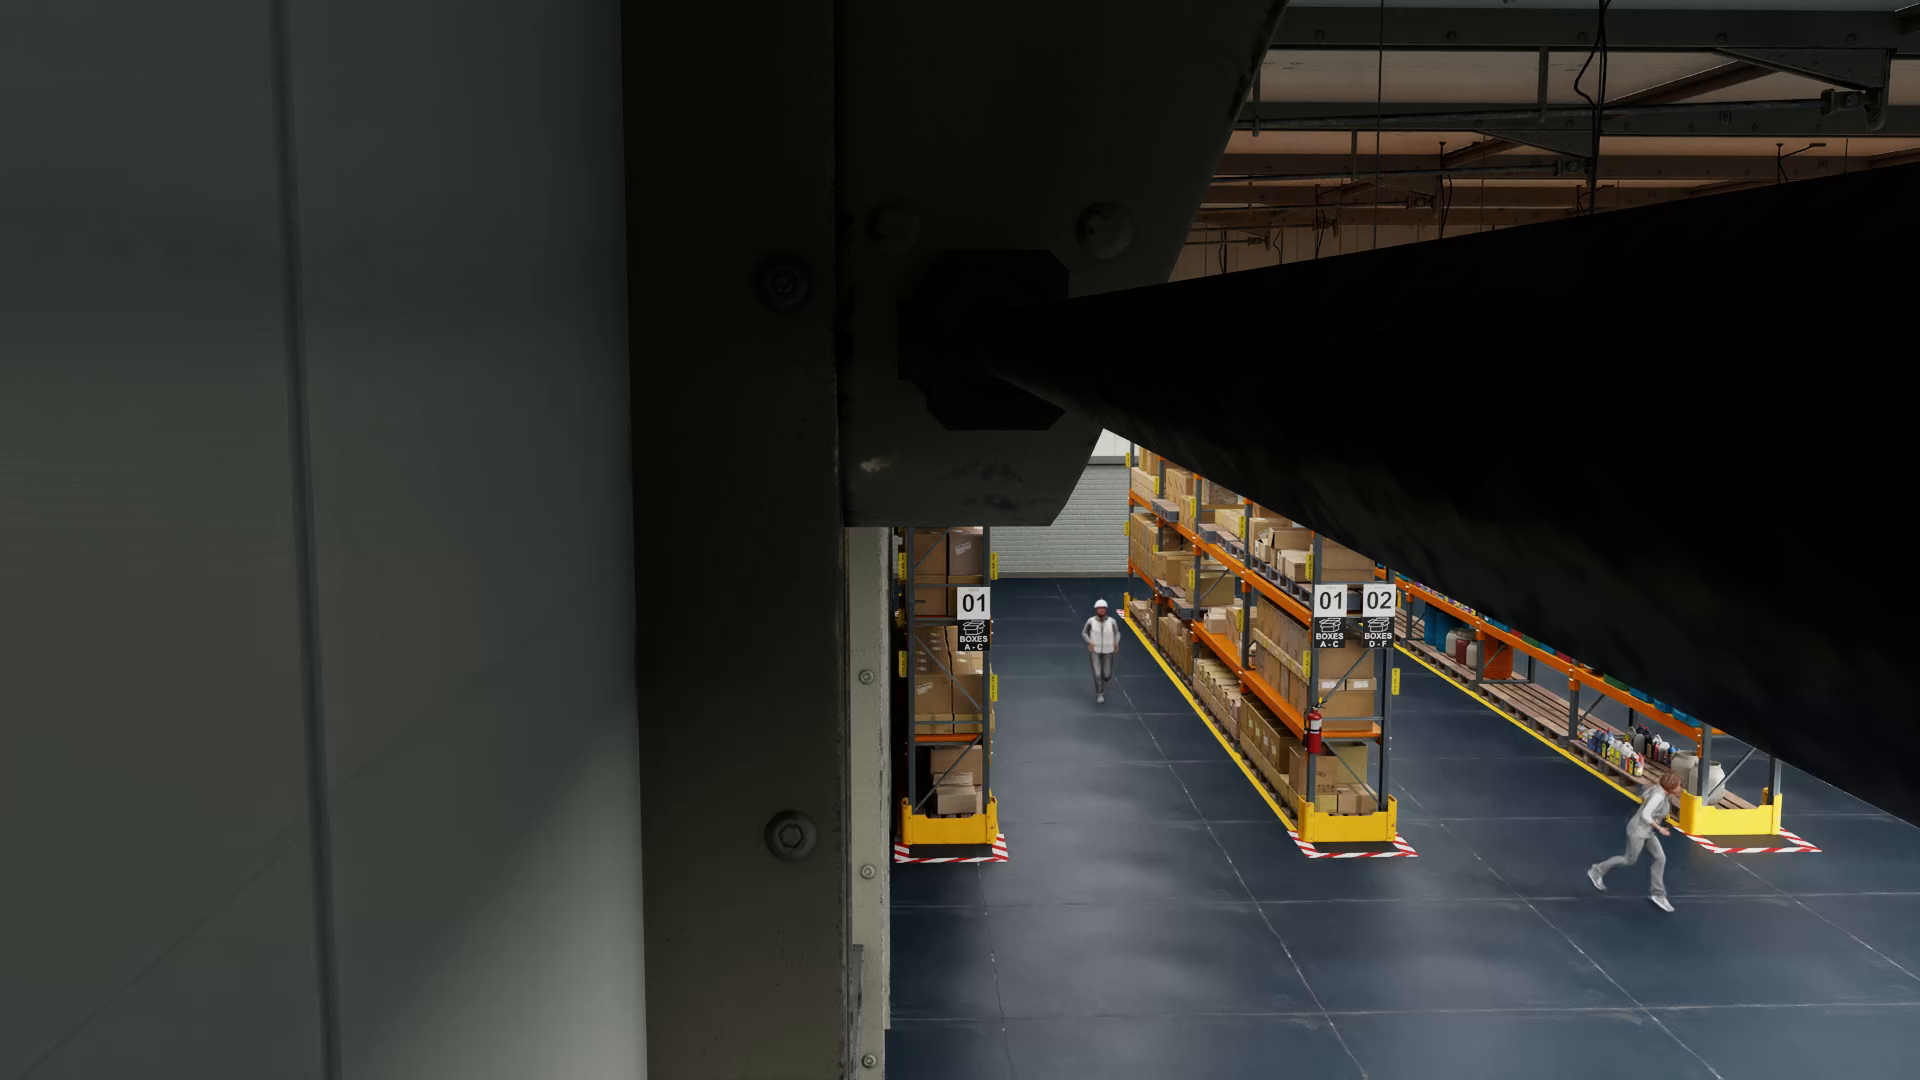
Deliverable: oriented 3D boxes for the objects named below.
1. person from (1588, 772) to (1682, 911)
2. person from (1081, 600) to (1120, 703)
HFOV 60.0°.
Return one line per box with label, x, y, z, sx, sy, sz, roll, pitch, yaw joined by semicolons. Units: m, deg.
person;7.421;3.262;18.308;0.919;1.546;0.575;4;8;30
person;2.393;1.872;28.255;0.660;1.734;0.599;0;7;0
